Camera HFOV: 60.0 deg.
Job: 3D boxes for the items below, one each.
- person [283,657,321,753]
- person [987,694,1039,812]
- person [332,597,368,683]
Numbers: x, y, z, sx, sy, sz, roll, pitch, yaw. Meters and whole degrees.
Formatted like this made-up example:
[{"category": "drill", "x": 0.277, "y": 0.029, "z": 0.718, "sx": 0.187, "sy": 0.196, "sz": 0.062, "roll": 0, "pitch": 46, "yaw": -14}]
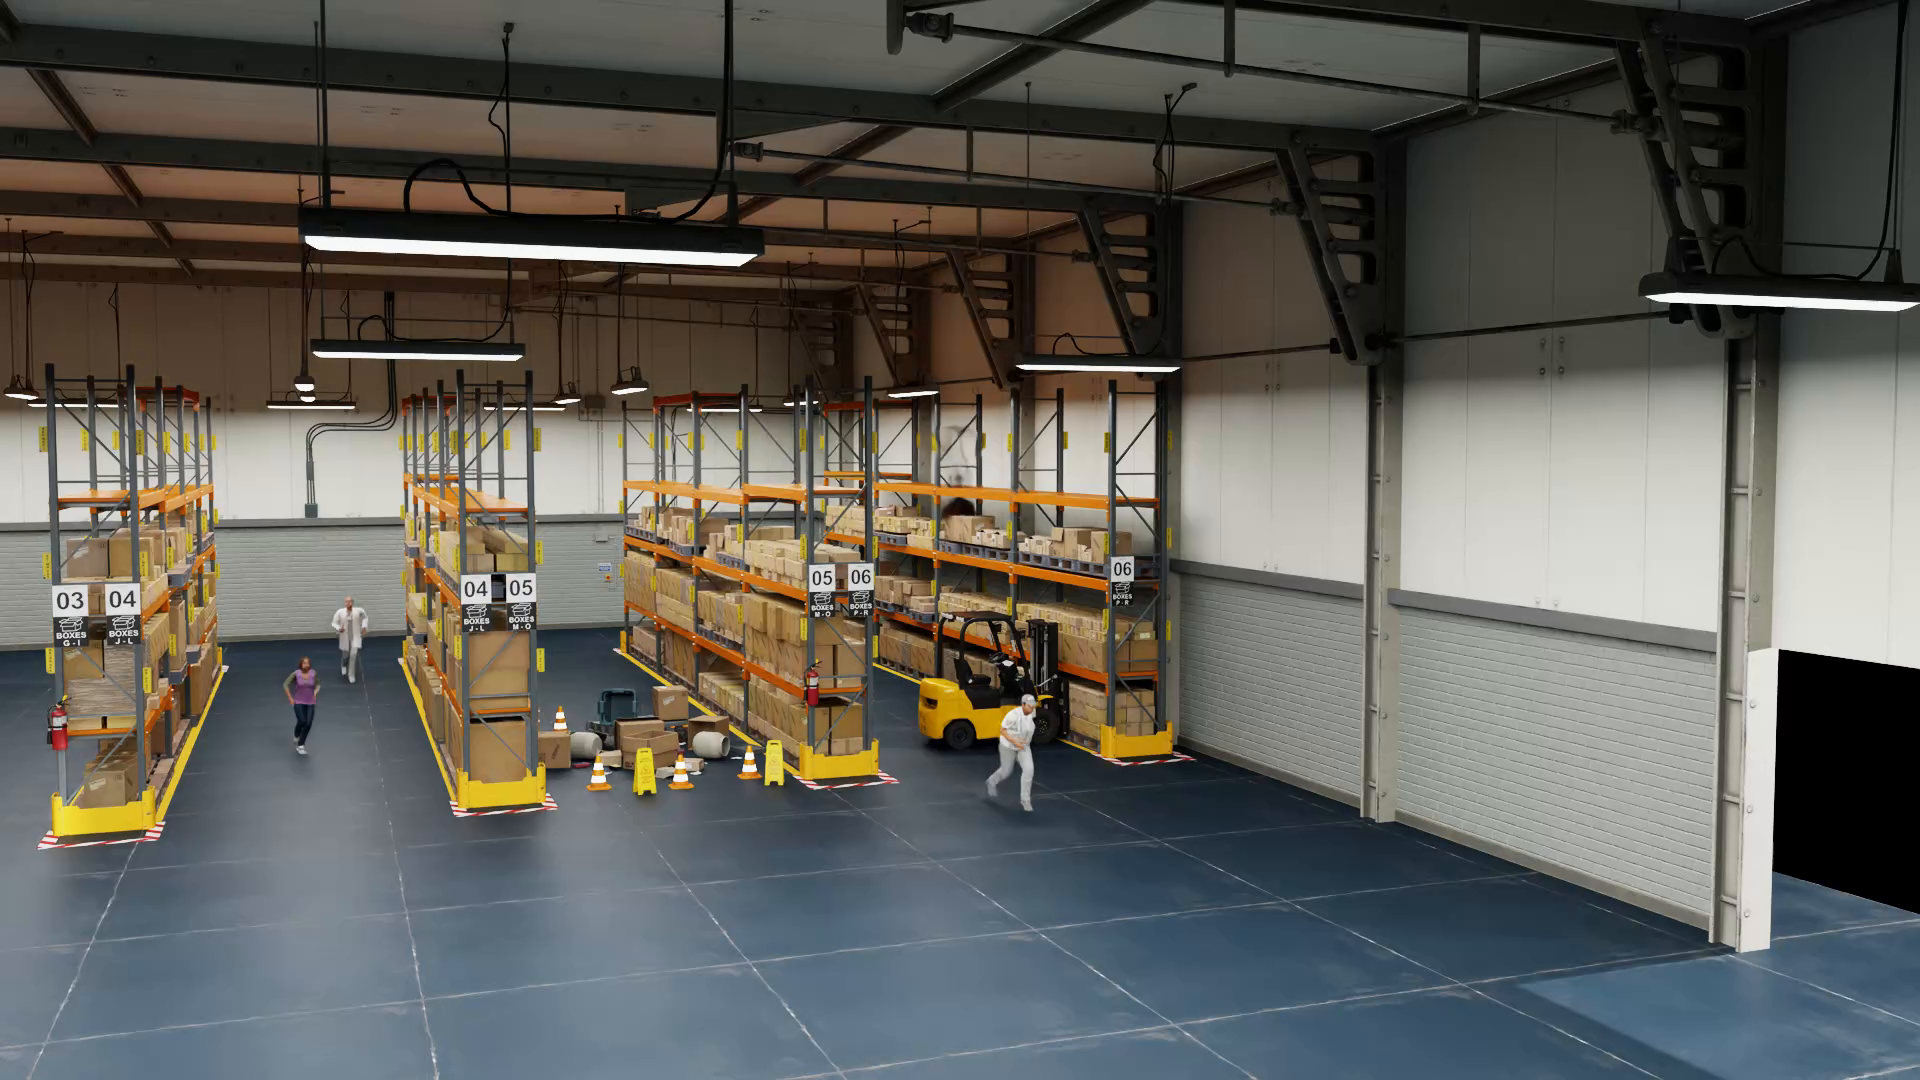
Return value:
[{"category": "person", "x": -10.571, "y": 2.669, "z": 26.816, "sx": 0.542, "sy": 1.535, "sz": 0.541, "roll": -3, "pitch": 4, "yaw": -38}, {"category": "person", "x": 0.734, "y": 2.893, "z": 22.934, "sx": 0.639, "sy": 1.627, "sz": 1.027, "roll": -3, "pitch": 4, "yaw": -40}, {"category": "person", "x": -12.833, "y": 2.118, "z": 35.019, "sx": 0.719, "sy": 1.702, "sz": 1.004, "roll": -1, "pitch": 4, "yaw": -18}]
